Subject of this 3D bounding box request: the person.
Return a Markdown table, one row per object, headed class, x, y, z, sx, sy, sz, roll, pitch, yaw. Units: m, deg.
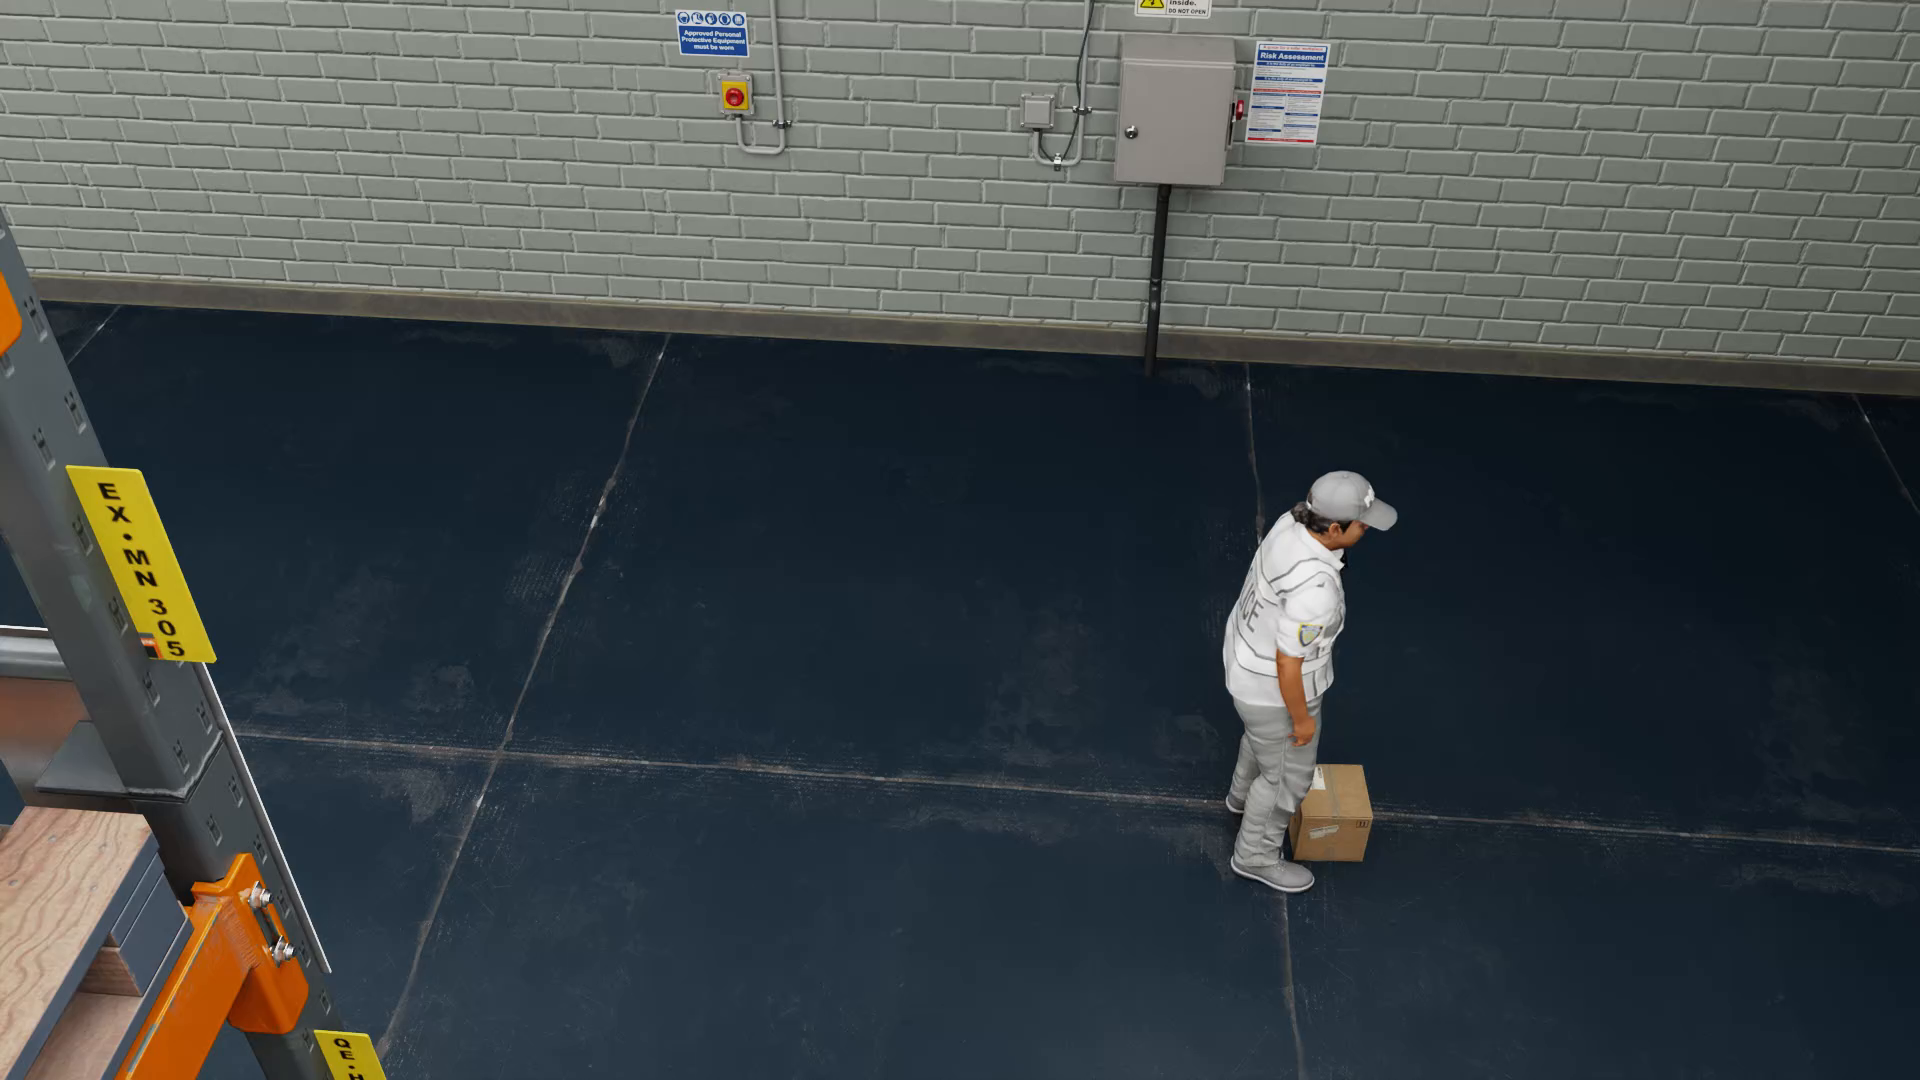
| class | x | y | z | sx | sy | sz | roll | pitch | yaw |
| --- | --- | --- | --- | --- | --- | --- | --- | --- | --- |
| person | 1.124 | 0.453 | 5.616 | 0.465 | 1.666 | 0.538 | 4 | 40 | 4 |
